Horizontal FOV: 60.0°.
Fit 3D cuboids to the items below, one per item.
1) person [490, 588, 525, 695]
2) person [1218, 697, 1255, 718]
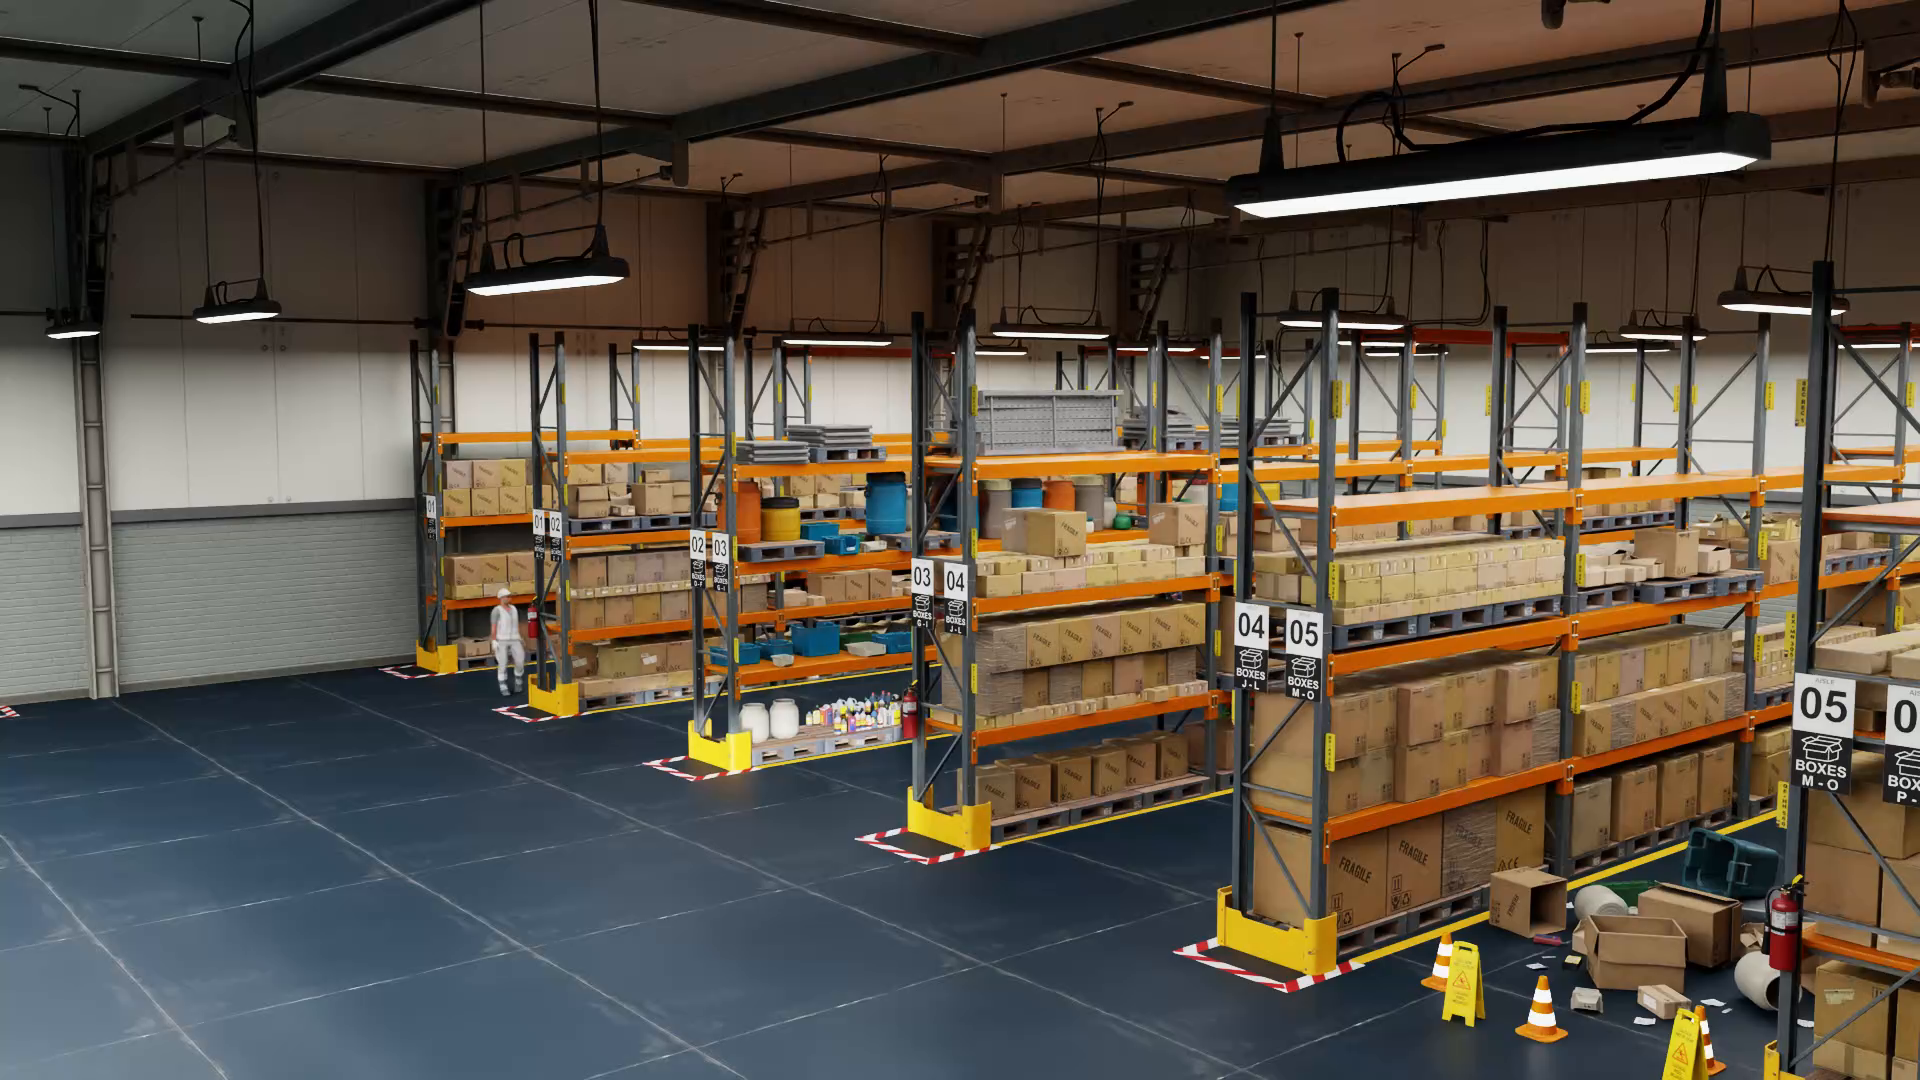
[{"bbox_3d":[-7.580,1.702,27.897,0.594,1.793,0.459,-4,6,-34],"label":"person"},{"bbox_3d":[4.236,1.915,25.488,0.637,1.782,0.568,4,6,34],"label":"person"}]
